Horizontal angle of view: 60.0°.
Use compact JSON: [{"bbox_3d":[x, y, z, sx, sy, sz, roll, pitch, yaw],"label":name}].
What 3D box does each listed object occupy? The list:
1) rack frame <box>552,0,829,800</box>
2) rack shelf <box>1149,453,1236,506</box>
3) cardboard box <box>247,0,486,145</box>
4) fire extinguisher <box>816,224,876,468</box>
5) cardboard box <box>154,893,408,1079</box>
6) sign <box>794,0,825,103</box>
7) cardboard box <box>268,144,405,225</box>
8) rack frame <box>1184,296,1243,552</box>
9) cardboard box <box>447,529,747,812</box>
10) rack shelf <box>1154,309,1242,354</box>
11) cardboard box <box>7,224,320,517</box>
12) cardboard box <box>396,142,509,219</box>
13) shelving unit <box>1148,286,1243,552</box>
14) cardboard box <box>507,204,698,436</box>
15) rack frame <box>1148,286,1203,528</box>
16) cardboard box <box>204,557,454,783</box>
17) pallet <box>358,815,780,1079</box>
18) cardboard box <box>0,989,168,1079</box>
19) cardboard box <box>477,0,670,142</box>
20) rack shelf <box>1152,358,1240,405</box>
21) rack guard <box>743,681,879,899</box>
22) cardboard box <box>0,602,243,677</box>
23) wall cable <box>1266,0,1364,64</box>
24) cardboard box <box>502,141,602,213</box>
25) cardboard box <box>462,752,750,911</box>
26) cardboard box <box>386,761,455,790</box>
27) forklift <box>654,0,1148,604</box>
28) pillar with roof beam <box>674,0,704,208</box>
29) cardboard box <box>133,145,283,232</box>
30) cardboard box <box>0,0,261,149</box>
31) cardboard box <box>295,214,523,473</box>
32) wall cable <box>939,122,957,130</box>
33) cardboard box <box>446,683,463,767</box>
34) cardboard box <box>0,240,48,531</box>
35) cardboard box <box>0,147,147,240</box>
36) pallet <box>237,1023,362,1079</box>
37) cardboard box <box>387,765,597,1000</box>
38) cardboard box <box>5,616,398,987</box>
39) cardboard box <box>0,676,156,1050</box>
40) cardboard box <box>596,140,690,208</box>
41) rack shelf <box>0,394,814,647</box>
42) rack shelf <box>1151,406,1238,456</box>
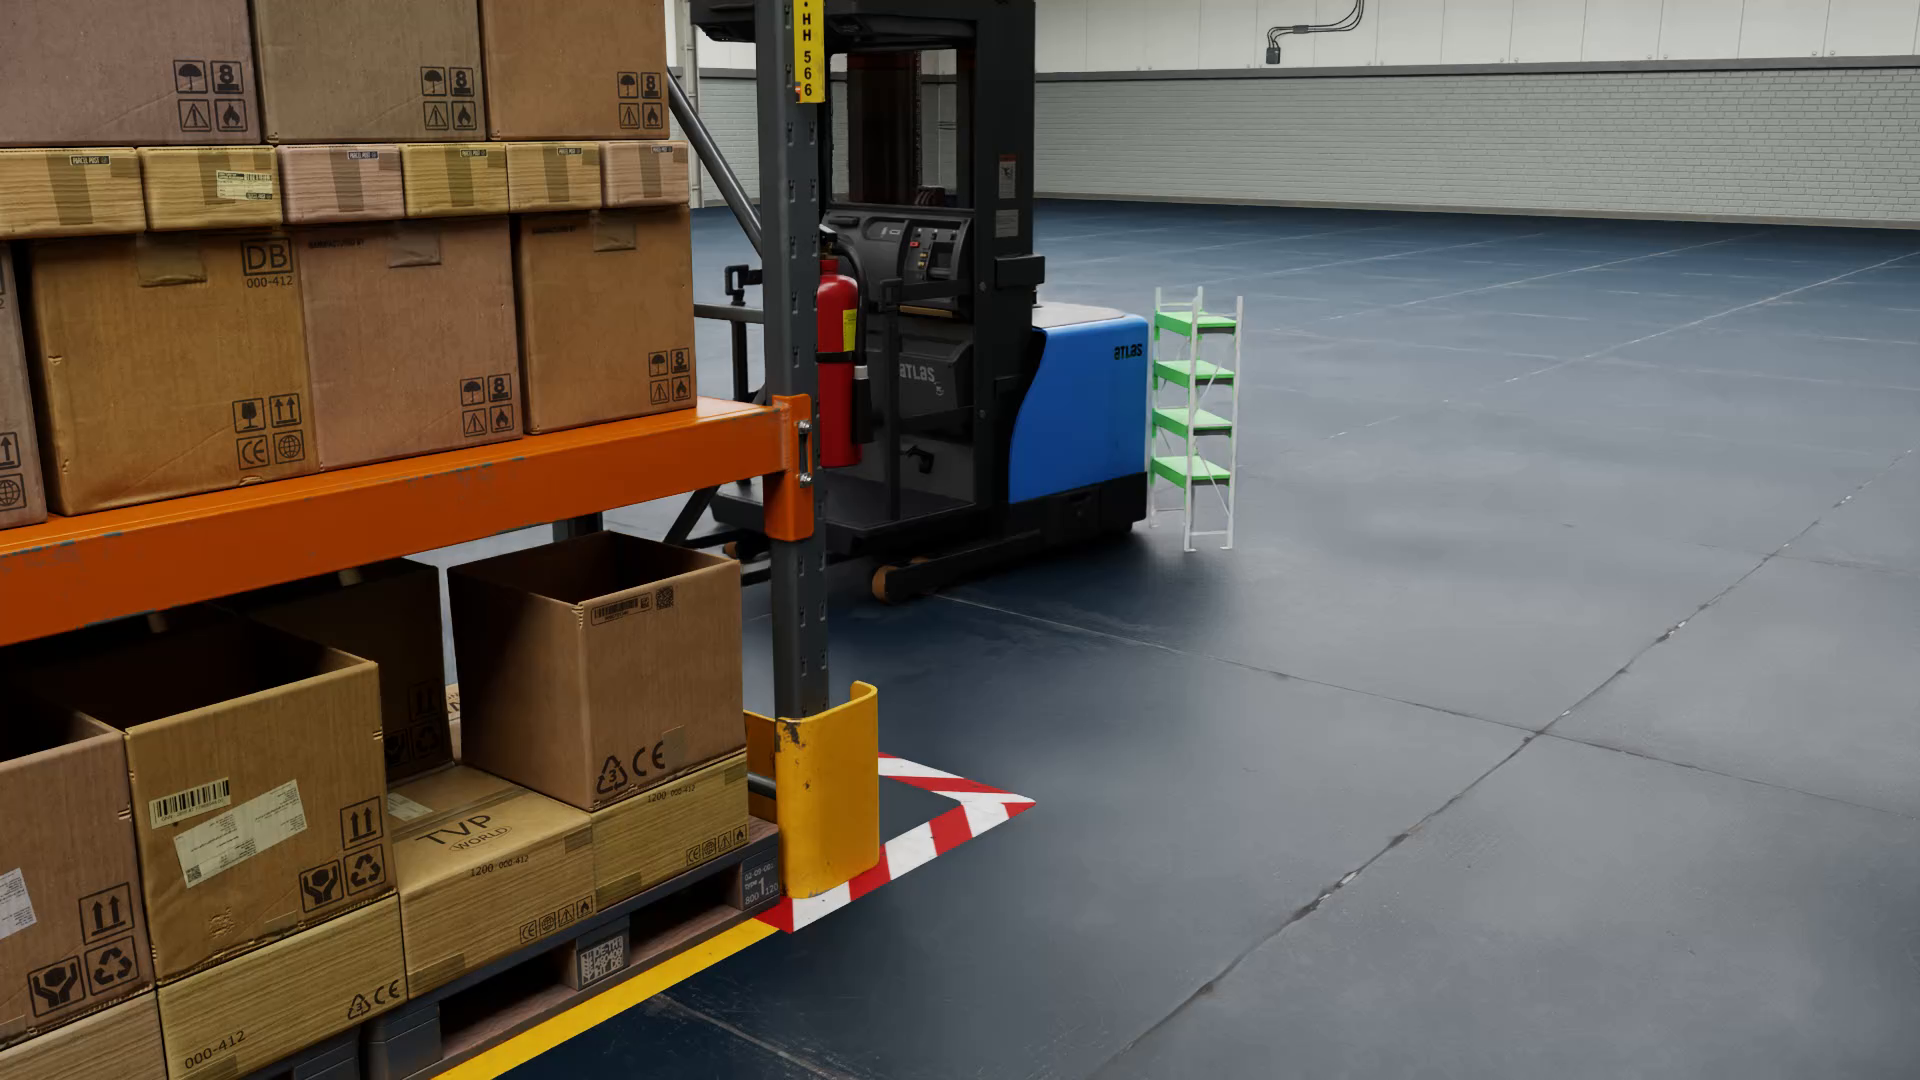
[{"bbox_3d":[-0.775,-0.618,4.463,1.000,3.000,0.127,11,18,38],"label":"rack frame"},{"bbox_3d":[1.126,-0.299,8.095,0.258,0.148,0.480,-3,15,-13],"label":"rack shelf"},{"bbox_3d":[-1.438,-1.096,3.507,0.700,0.500,0.500,11,18,36],"label":"cardboard box"},{"bbox_3d":[-0.339,-0.531,4.279,0.296,0.674,0.183,11,18,38],"label":"fire extinguisher"},{"bbox_3d":[-1.500,0.853,3.403,0.500,0.250,0.500,11,18,38],"label":"cardboard box"},{"bbox_3d":[-0.362,-1.207,3.950,0.100,0.325,0.005,11,18,38],"label":"sign"},{"bbox_3d":[-1.351,-0.731,3.387,0.380,0.149,0.250,12,18,38],"label":"cardboard box"},{"bbox_3d":[1.185,-0.535,7.791,0.240,1.200,0.015,-3,15,-13],"label":"rack frame"},{"bbox_3d":[-0.880,0.297,4.072,0.500,0.500,0.500,11,18,38],"label":"cardboard box"},{"bbox_3d":[1.127,-0.997,7.918,0.258,0.148,0.480,-3,15,-13],"label":"rack shelf"},{"bbox_3d":[-1.721,-0.383,3.337,0.700,0.500,0.500,11,18,38],"label":"cardboard box"},{"bbox_3d":[-1.191,-0.779,3.576,0.380,0.149,0.250,11,18,37],"label":"cardboard box"},{"bbox_3d":[1.126,-0.593,8.021,0.258,1.200,0.503,-3,15,-13],"label":"shelving unit"},{"bbox_3d":[-1.078,-0.579,4.107,0.700,0.500,0.500,11,18,38],"label":"cardboard box"},{"bbox_3d":[1.068,-0.652,8.250,0.240,1.200,0.015,-3,15,-13],"label":"rack frame"},{"bbox_3d":[-1.598,0.312,4.011,0.500,0.500,0.500,11,18,38],"label":"cardboard box"},{"bbox_3d":[-1.223,0.886,4.204,1.003,0.211,1.213,11,18,38],"label":"pallet"},{"bbox_3d":[-1.816,0.949,3.028,0.500,0.250,0.500,11,18,38],"label":"cardboard box"},{"bbox_3d":[-1.111,-1.198,3.907,0.700,0.500,0.500,11,18,38],"label":"cardboard box"},{"bbox_3d":[1.127,-0.764,7.977,0.258,0.148,0.480,-3,15,-13],"label":"rack shelf"},{"bbox_3d":[-0.760,0.589,4.789,1.175,0.500,0.348,11,18,38],"label":"rack guard"},{"bbox_3d":[-1.902,0.410,3.626,0.500,0.500,0.500,11,18,38],"label":"cardboard box"},{"bbox_3d":[7.922,-13.647,36.661,2.305,6.003,0.169,11,18,38],"label":"wall cable"},{"bbox_3d":[-1.030,-0.828,3.769,0.380,0.149,0.250,12,18,39],"label":"cardboard box"},{"bbox_3d":[-0.882,0.660,4.166,0.500,0.250,0.500,11,18,38],"label":"cardboard box"},{"bbox_3d":[-1.596,0.676,4.102,0.500,0.250,0.500,11,18,38],"label":"cardboard box"},{"bbox_3d":[-0.456,-1.289,7.245,1.130,2.935,3.031,13,19,42],"label":"forklift"},{"bbox_3d":[-2.755,-11.296,34.314,9.100,9.000,0.400,11,18,38],"label":"pillar with roof beam"},{"bbox_3d":[-1.515,-0.681,3.189,0.380,0.149,0.250,12,19,39],"label":"cardboard box"},{"bbox_3d":[-1.754,-0.999,3.127,0.700,0.500,0.500,11,18,38],"label":"cardboard box"},{"bbox_3d":[-1.405,-0.478,3.708,0.700,0.500,0.500,12,18,39],"label":"cardboard box"},{"bbox_3d":[0.548,-11.966,43.257,3.097,2.526,0.112,11,18,38],"label":"wall cable"},{"bbox_3d":[-1.285,0.579,4.481,0.500,0.250,0.500,11,18,38],"label":"cardboard box"},{"bbox_3d":[-2.049,-0.282,2.938,0.700,0.500,0.500,12,19,39],"label":"cardboard box"},{"bbox_3d":[-1.679,-0.630,2.990,0.380,0.149,0.250,12,18,39],"label":"cardboard box"},{"bbox_3d":[-1.990,1.119,3.289,1.003,0.211,1.213,11,18,38],"label":"pallet"},{"bbox_3d":[-1.187,0.757,3.781,0.500,0.250,0.500,11,18,38],"label":"cardboard box"},{"bbox_3d":[-1.498,0.490,3.309,0.500,0.500,0.500,11,18,38],"label":"cardboard box"},{"bbox_3d":[-1.813,0.586,2.933,0.500,0.500,0.500,11,18,38],"label":"cardboard box"},{"bbox_3d":[-0.867,-0.878,3.967,0.380,0.149,0.250,11,18,37],"label":"cardboard box"},{"bbox_3d":[-2.032,0.114,3.044,1.077,0.370,4.000,11,18,38],"label":"rack shelf"},{"bbox_3d":[1.126,-0.531,8.036,0.258,0.148,0.480,-3,15,-13],"label":"rack shelf"}]
